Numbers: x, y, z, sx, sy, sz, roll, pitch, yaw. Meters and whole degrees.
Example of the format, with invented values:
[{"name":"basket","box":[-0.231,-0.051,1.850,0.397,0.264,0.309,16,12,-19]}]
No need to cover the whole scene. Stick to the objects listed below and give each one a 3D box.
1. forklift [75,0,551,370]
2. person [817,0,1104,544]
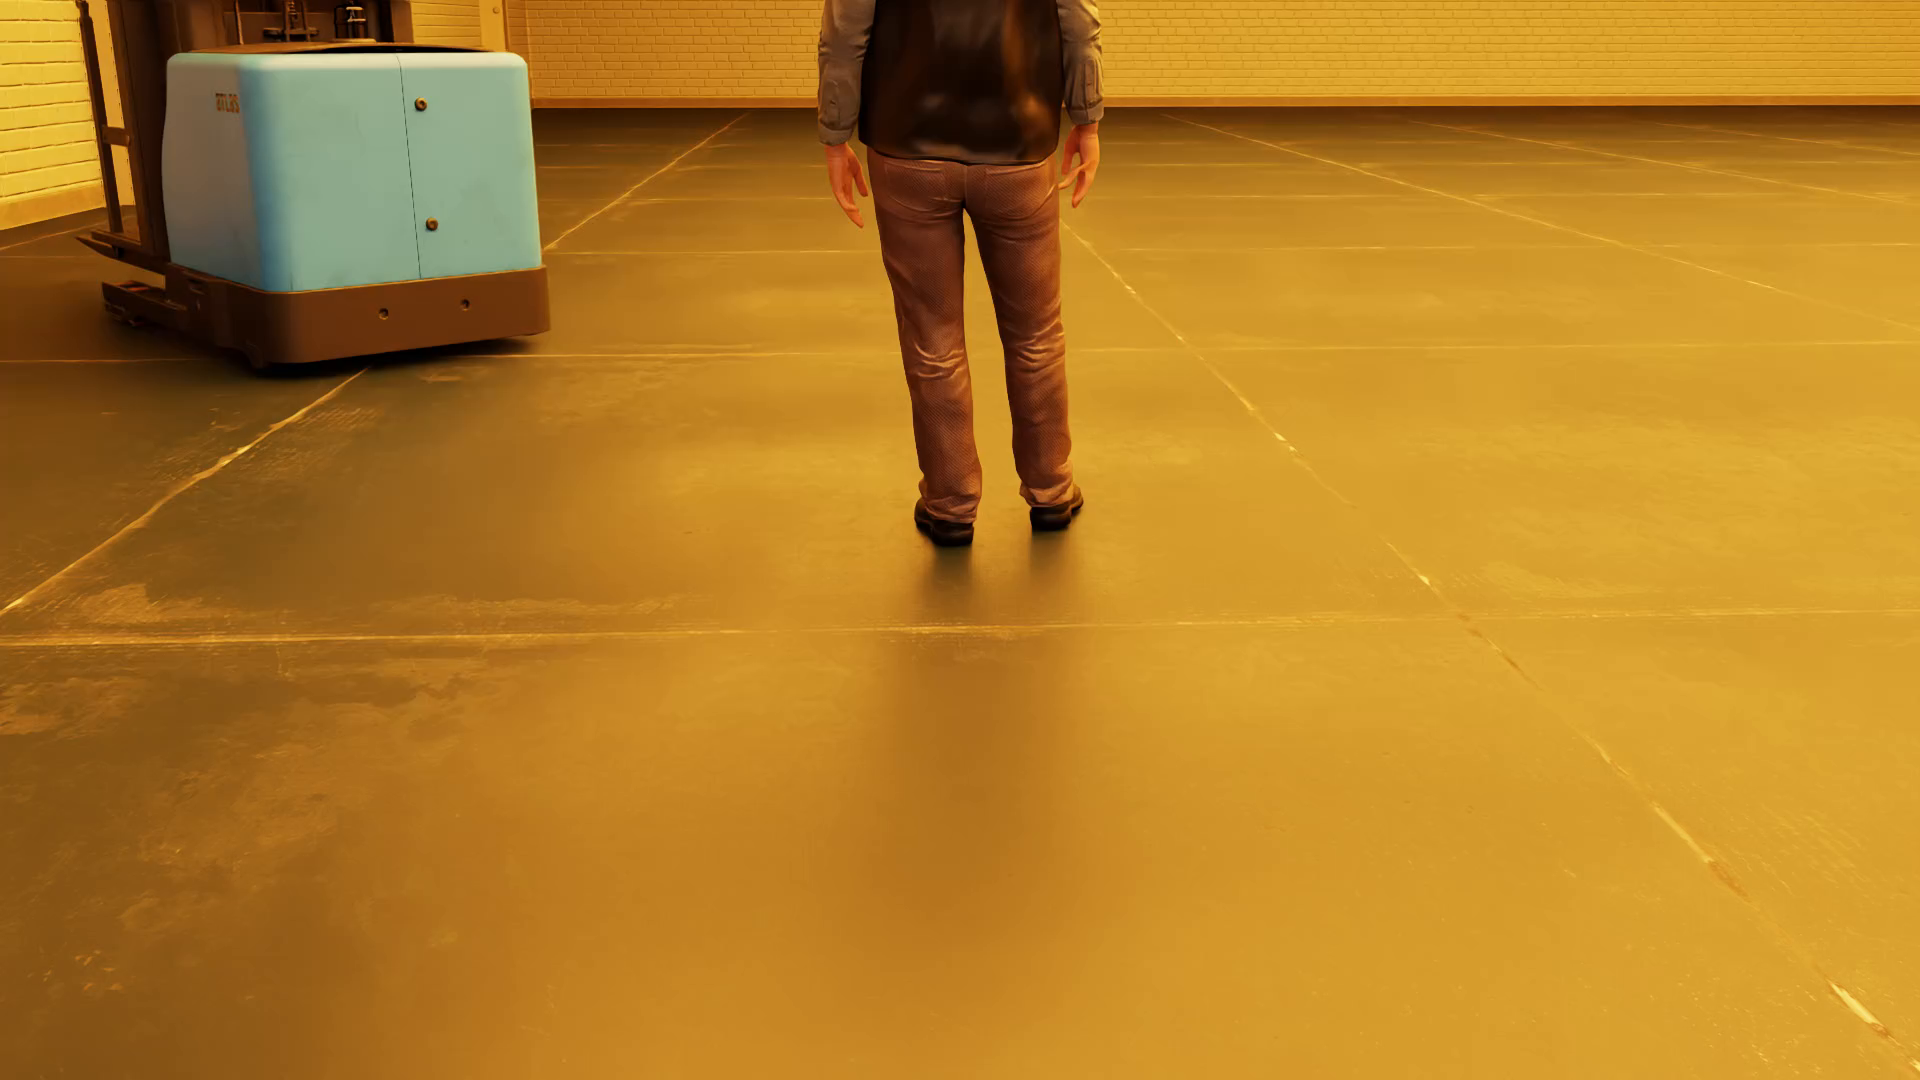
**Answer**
[{"name":"forklift","box":[-2.894,-2.349,6.586,1.130,2.935,3.031,-15,22,-39]},{"name":"person","box":[0.004,-0.849,3.725,0.633,1.722,0.566,-1,17,-3]}]
